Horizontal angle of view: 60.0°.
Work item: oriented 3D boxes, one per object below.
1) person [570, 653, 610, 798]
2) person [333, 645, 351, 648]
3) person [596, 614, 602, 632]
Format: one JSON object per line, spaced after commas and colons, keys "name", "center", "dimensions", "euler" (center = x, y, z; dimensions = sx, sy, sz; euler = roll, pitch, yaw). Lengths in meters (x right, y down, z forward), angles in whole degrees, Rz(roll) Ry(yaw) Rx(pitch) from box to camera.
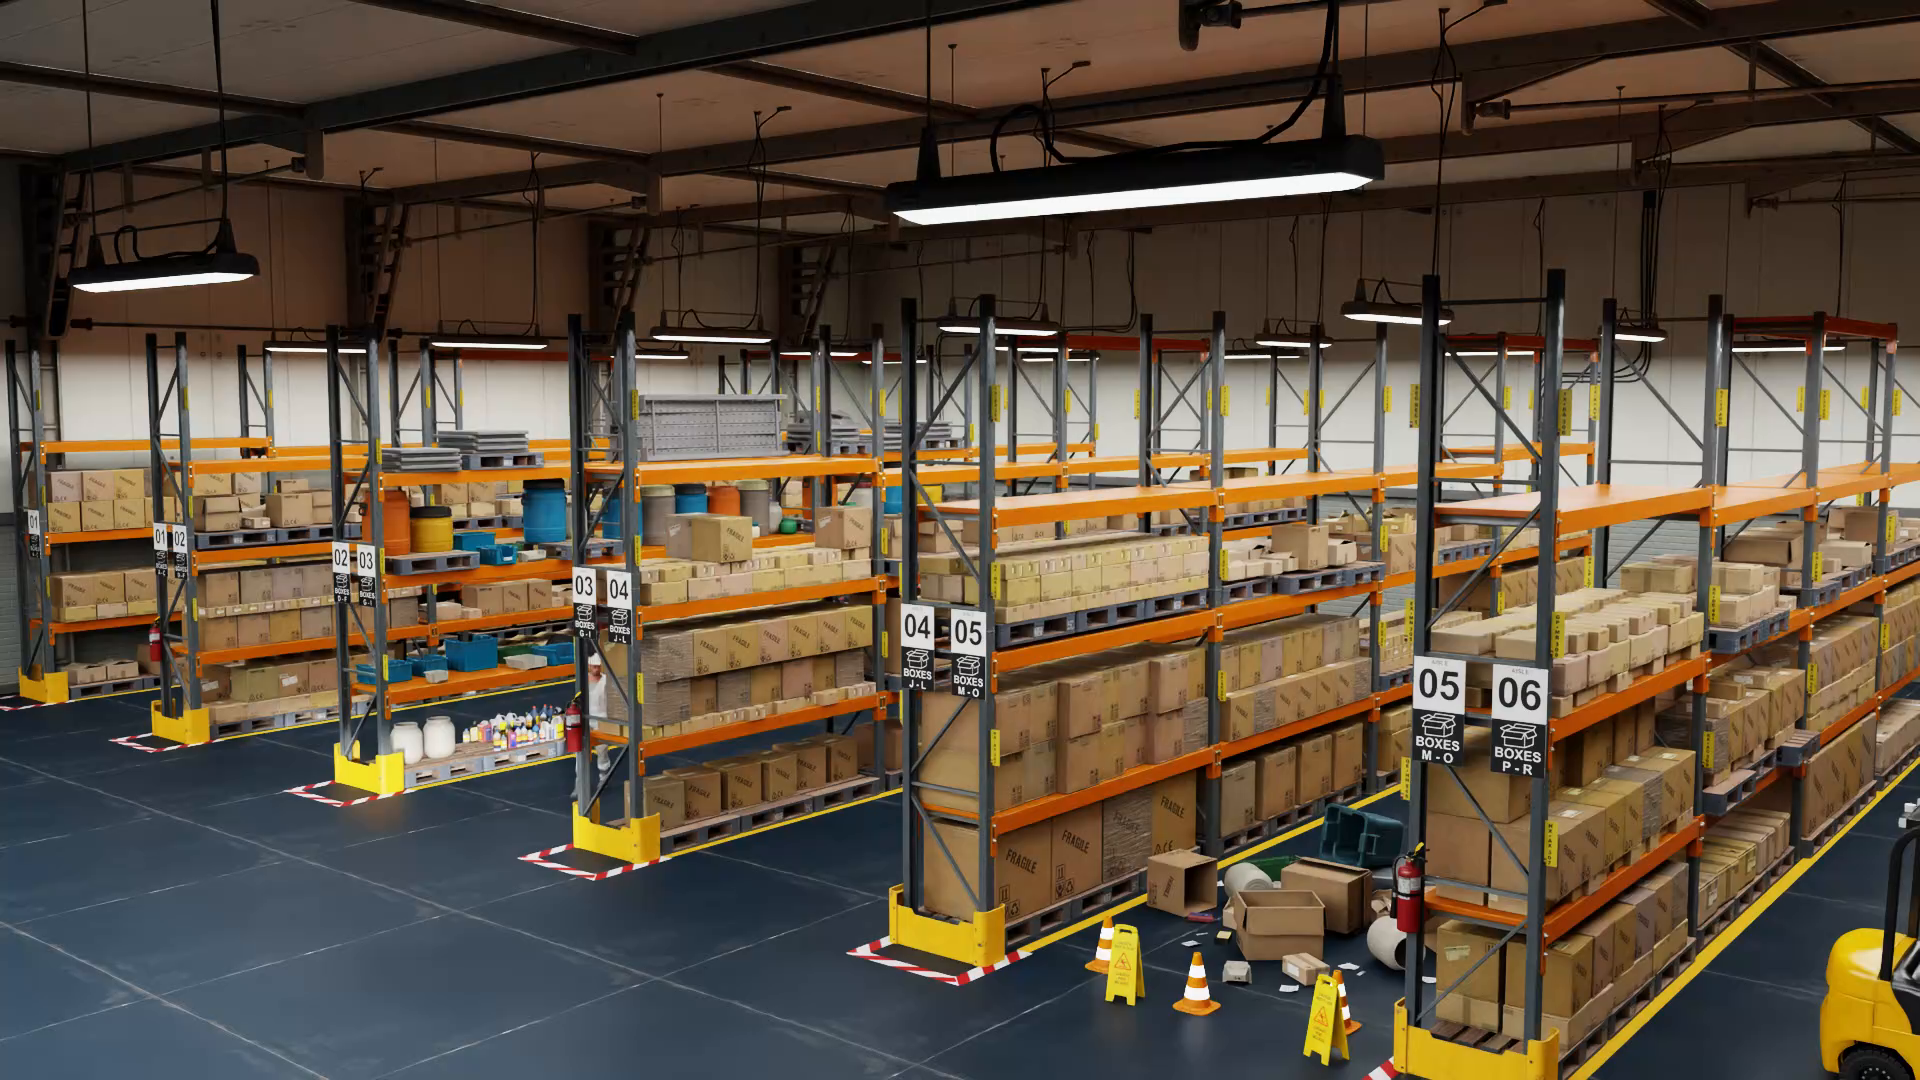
{"name": "person", "center": [-4.720, 2.365, 21.340], "dimensions": [0.559, 1.790, 0.756], "euler": [0, 5, 3]}
{"name": "person", "center": [-11.276, 1.551, 30.160], "dimensions": [0.635, 1.733, 0.995], "euler": [2, 5, 17]}
{"name": "person", "center": [-7.236, 1.516, 32.510], "dimensions": [0.479, 1.466, 0.609], "euler": [5, 7, 41]}
